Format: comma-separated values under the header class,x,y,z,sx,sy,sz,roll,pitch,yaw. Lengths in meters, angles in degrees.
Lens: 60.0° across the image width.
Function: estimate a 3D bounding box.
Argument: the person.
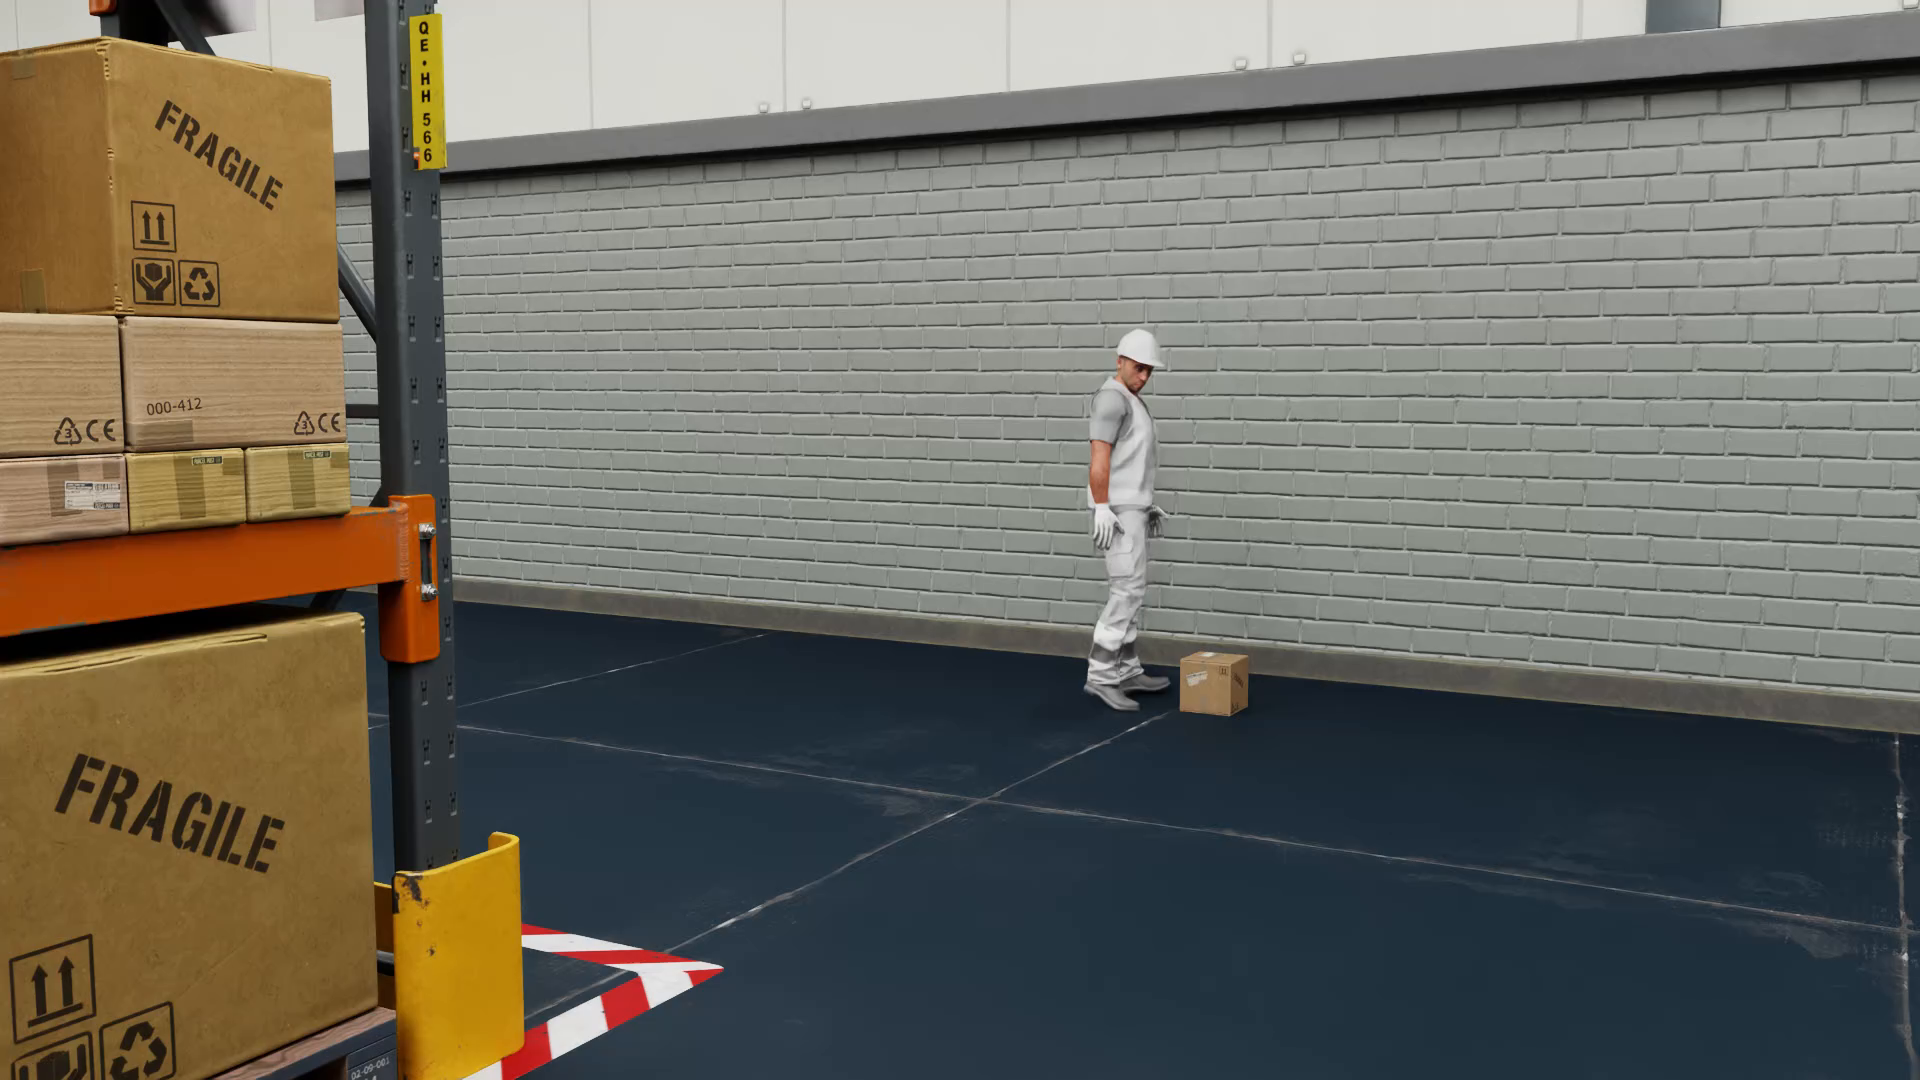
class,x,y,z,sx,sy,sz,roll,pitch,yaw
person,0.816,-0.112,8.045,0.385,1.803,0.662,1,6,13
